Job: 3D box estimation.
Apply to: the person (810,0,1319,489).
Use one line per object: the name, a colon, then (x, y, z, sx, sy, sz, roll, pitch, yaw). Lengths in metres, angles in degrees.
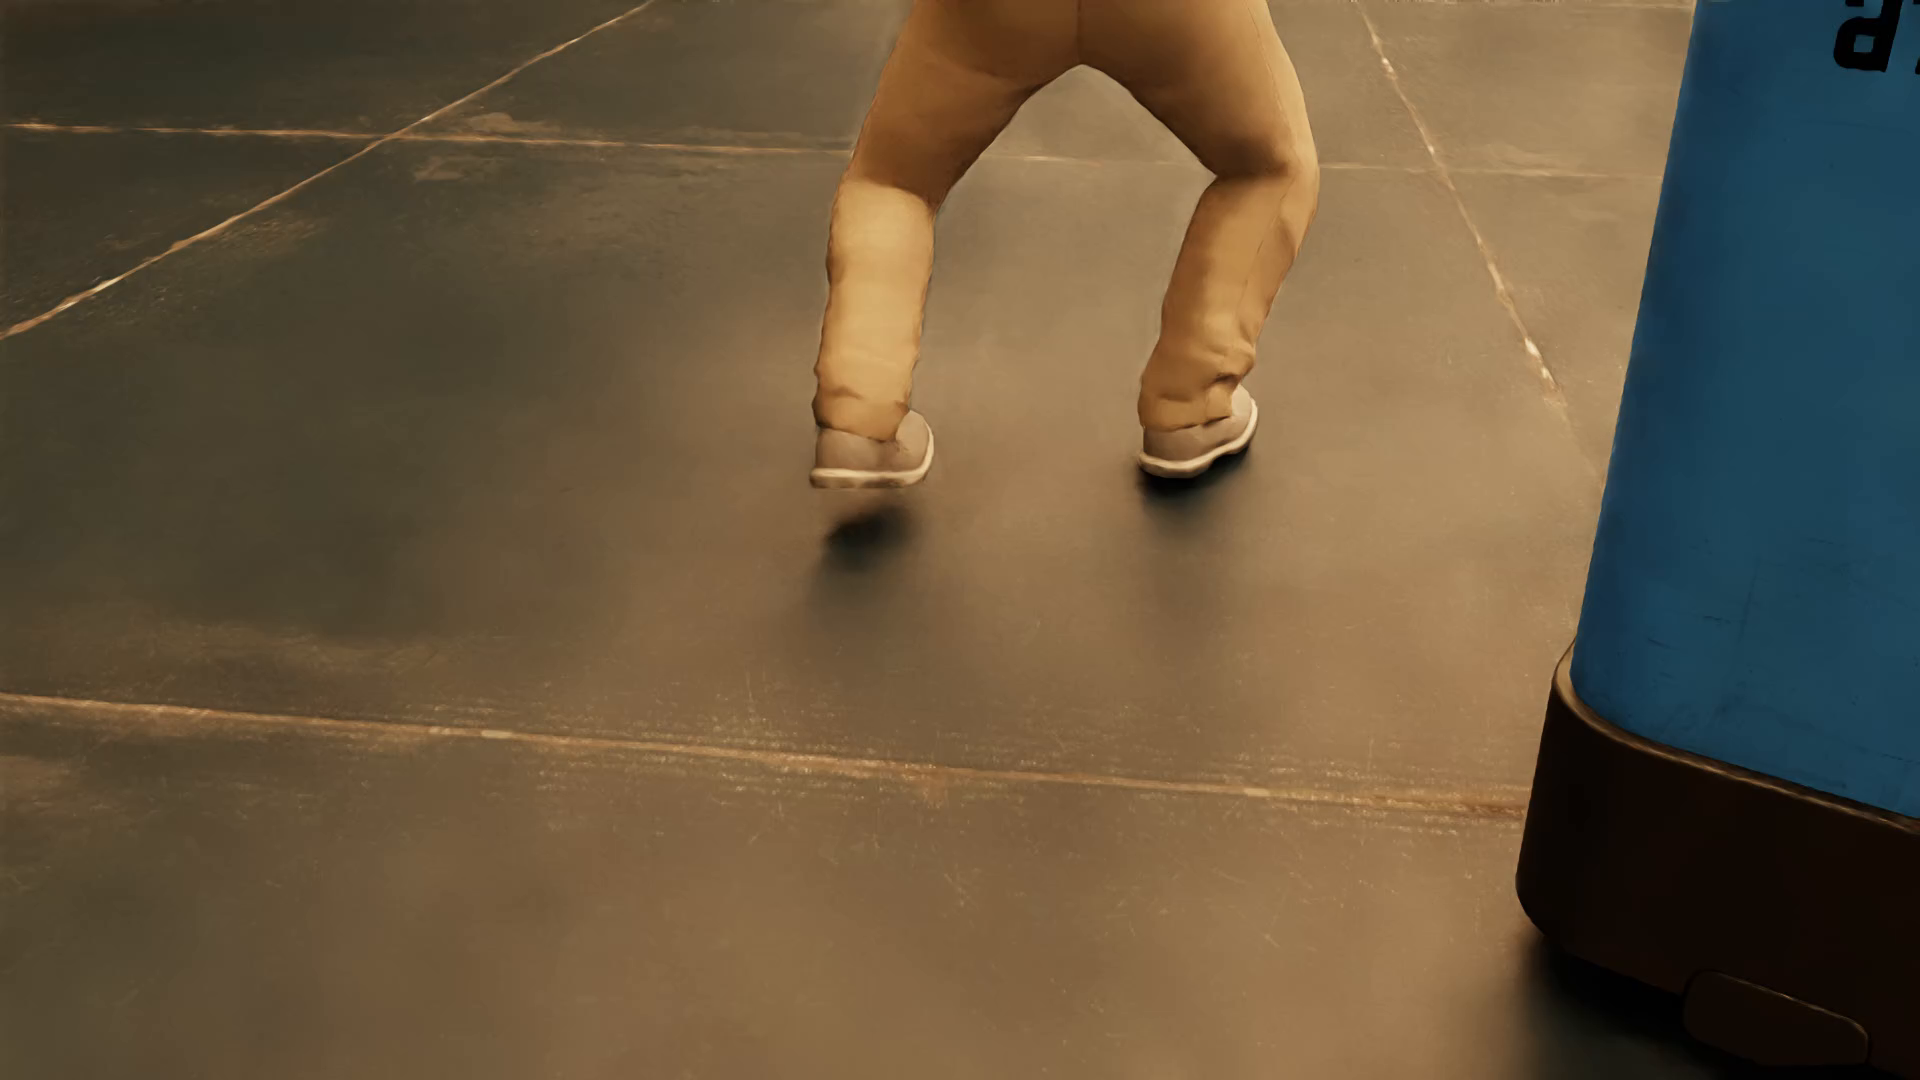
person: (0.275, -0.834, 2.432, 0.953, 1.523, 0.822, 3, 27, 6)

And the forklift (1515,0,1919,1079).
forklift: (2.055, -0.695, 0.609, 3.031, 2.935, 1.130, 17, 31, 30)
